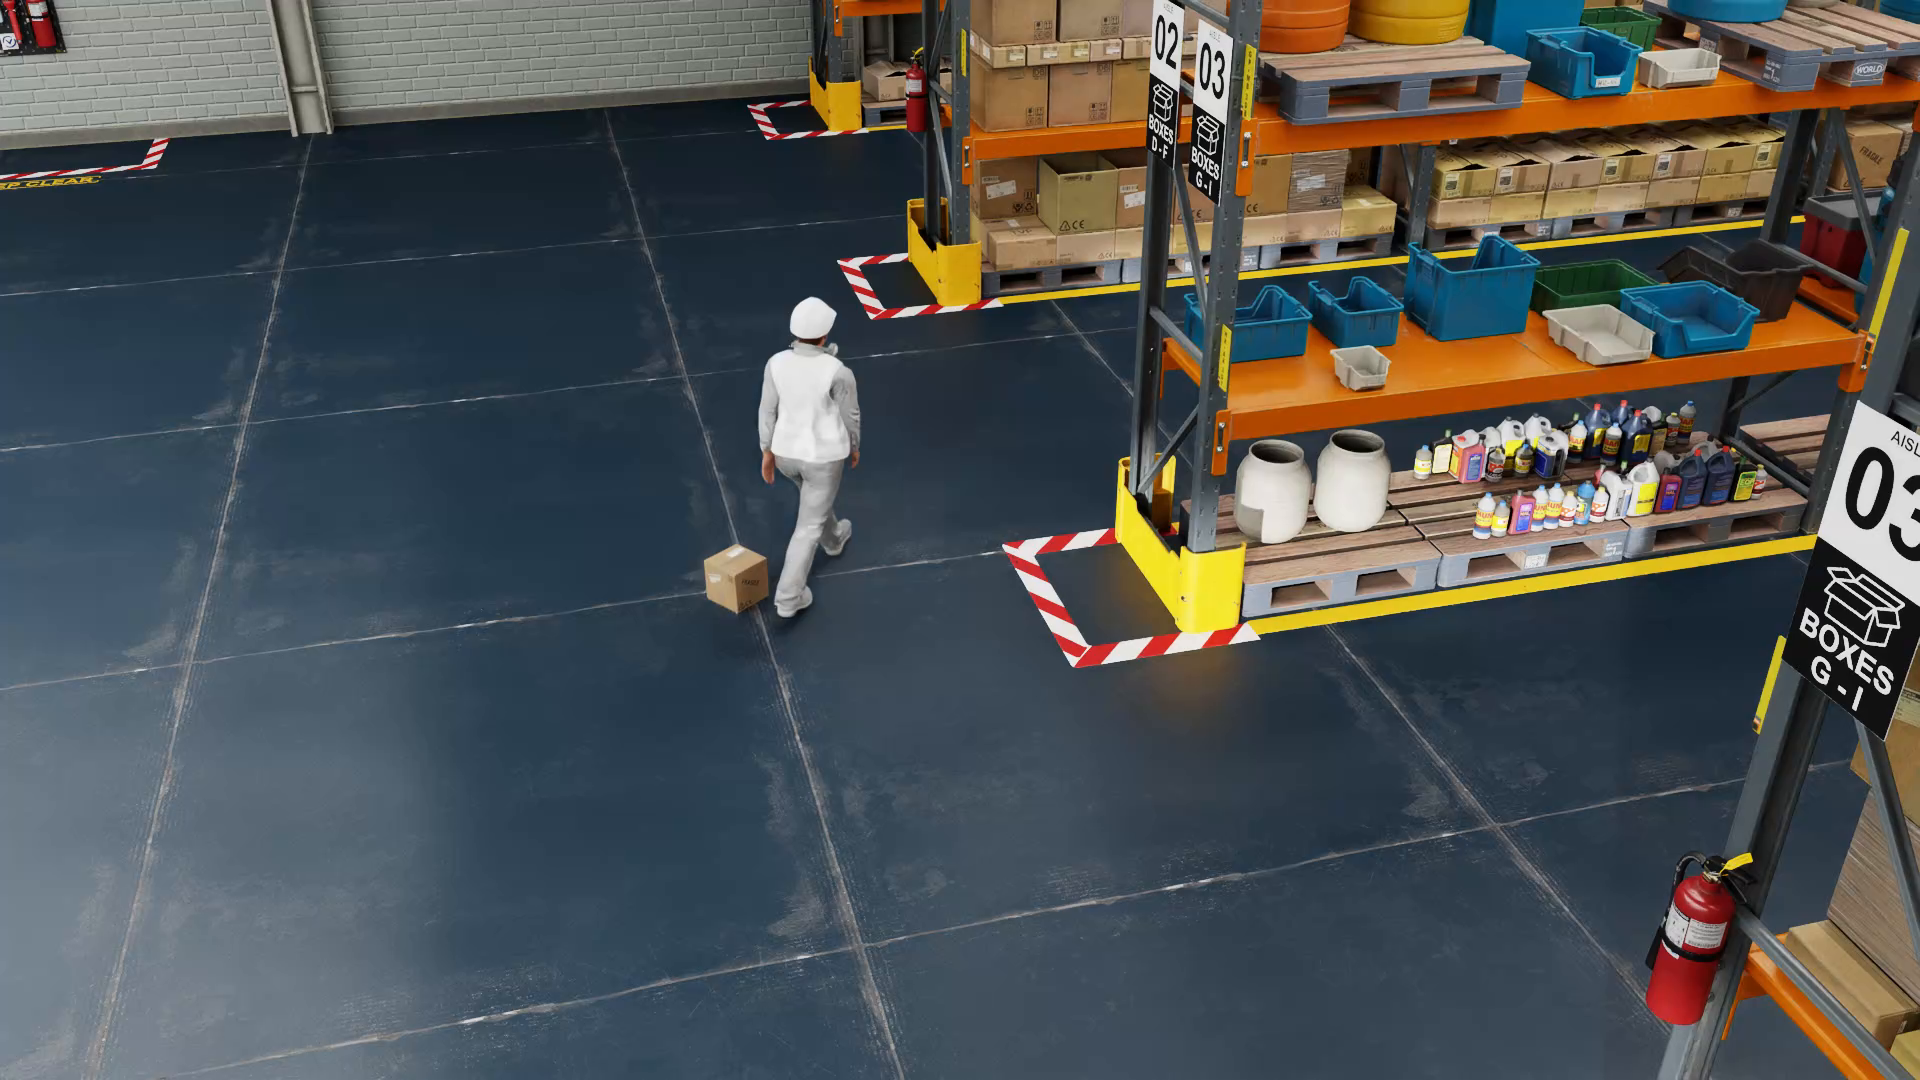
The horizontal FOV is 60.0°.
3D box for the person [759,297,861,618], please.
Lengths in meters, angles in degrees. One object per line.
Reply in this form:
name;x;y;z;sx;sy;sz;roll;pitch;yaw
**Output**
person;-0.785;-0.518;9.121;0.536;1.717;1.062;14;33;23
